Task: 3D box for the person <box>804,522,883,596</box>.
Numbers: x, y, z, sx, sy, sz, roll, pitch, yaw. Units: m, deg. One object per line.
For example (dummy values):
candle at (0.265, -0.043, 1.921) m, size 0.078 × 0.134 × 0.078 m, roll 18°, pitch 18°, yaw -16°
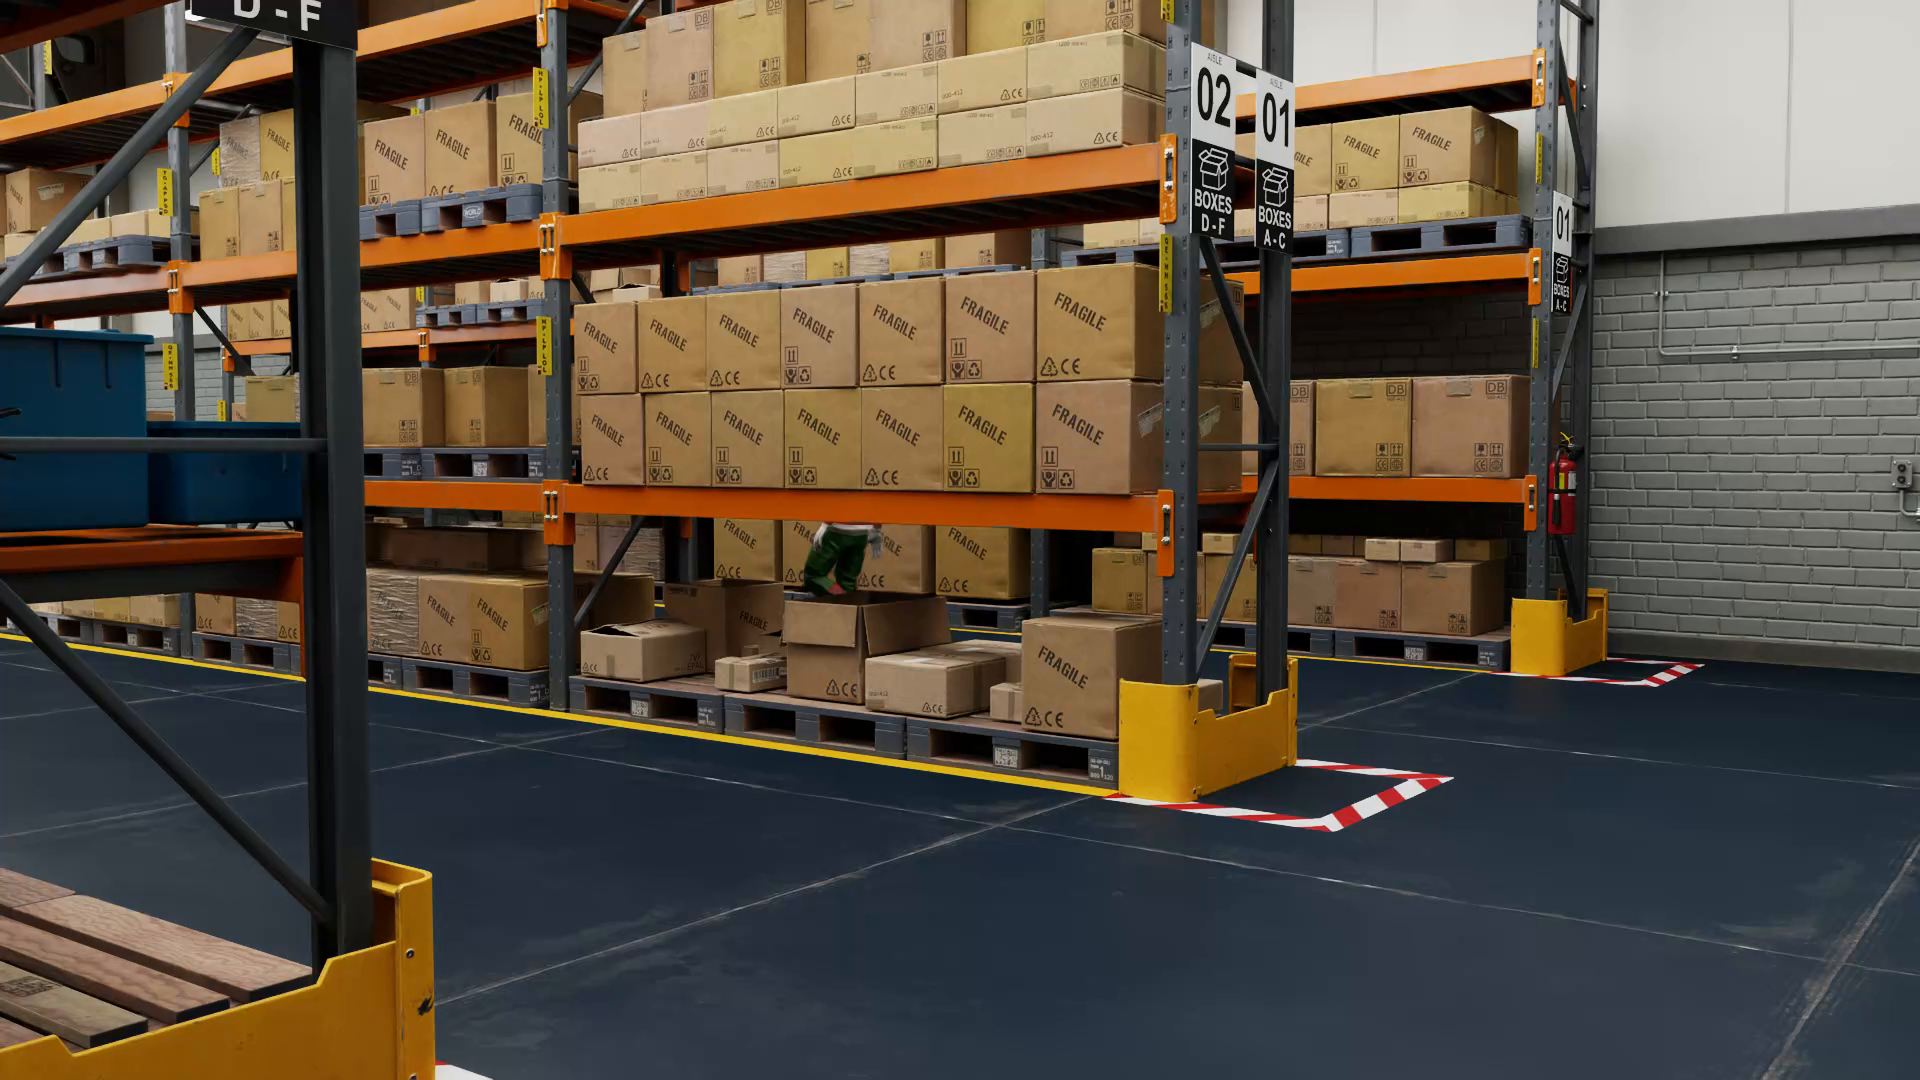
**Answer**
person at (-0.875, -0.055, 12.206) m, size 0.601 × 1.777 × 0.607 m, roll 2°, pitch 4°, yaw 37°
